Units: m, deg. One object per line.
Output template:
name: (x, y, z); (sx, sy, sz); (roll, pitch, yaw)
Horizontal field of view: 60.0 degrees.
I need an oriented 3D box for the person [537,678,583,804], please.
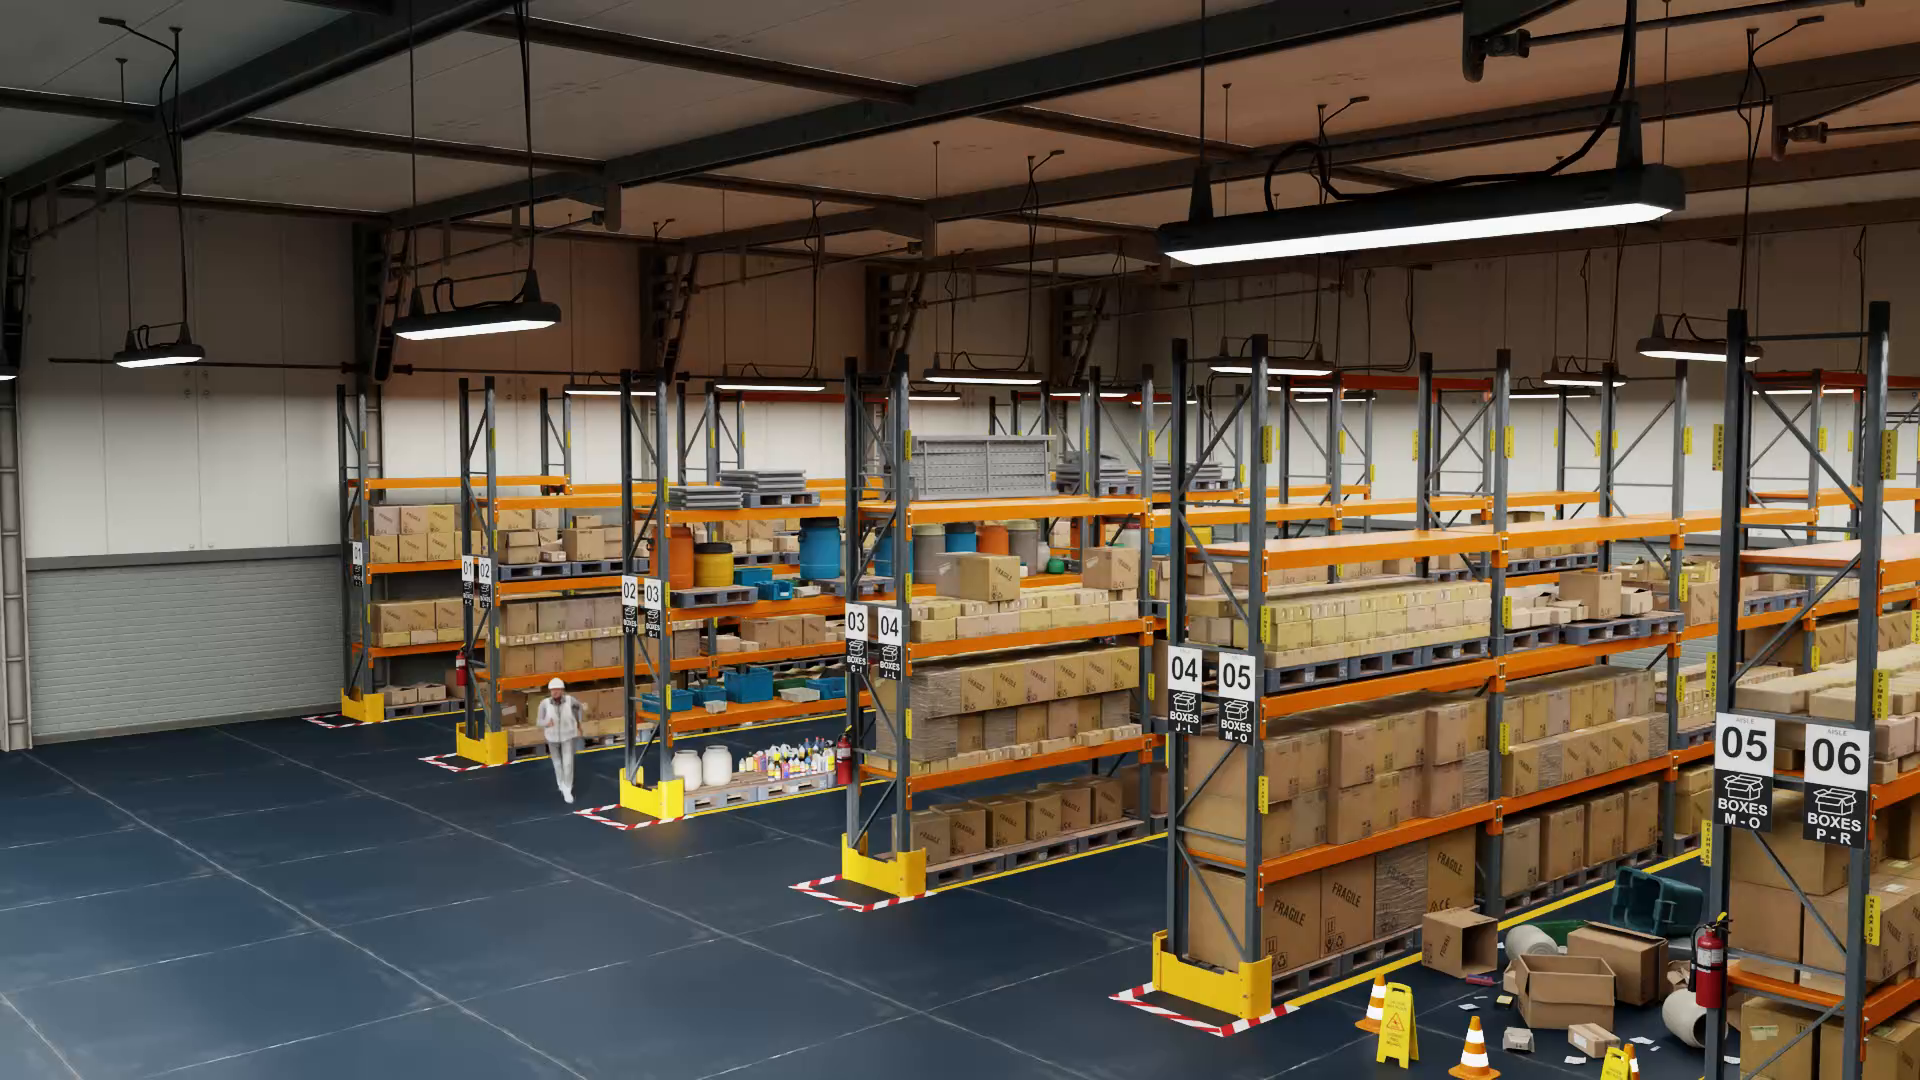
person: (-5.578, 2.761, 23.209); (0.588, 1.728, 0.967); (0, 4, -4)
